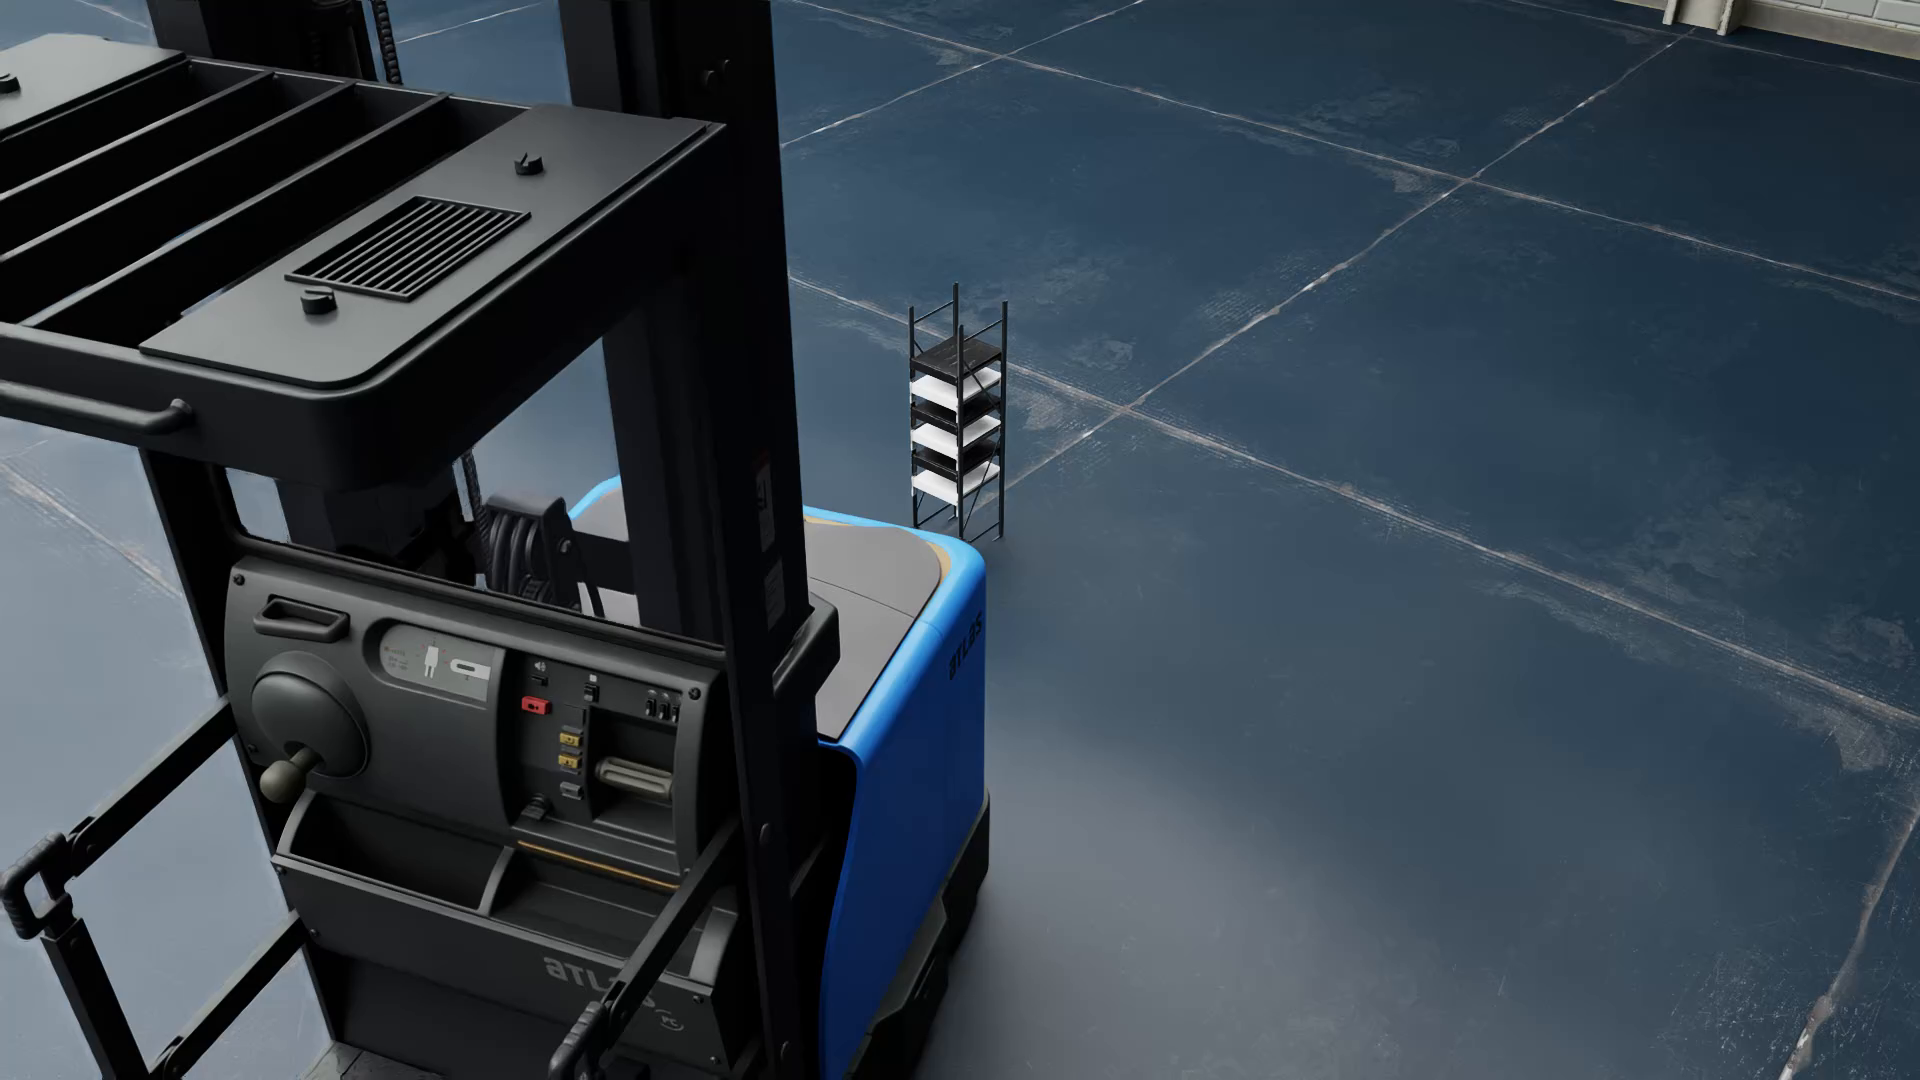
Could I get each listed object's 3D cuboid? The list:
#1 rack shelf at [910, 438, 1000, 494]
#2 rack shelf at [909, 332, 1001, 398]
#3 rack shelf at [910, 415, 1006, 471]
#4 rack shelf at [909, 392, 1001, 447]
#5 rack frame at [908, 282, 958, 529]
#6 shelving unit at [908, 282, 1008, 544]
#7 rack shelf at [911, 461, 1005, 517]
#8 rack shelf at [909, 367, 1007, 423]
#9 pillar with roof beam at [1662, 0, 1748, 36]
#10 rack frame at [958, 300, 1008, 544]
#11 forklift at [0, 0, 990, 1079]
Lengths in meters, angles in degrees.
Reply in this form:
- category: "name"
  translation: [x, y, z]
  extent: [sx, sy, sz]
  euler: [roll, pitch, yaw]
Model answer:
- category: "rack shelf"
  translation: [-0.006, -0.272, 5.569]
  extent: [0.200, 0.077, 0.258]
  euler: [25, 42, 32]
- category: "rack shelf"
  translation: [-0.006, -0.569, 5.366]
  extent: [0.200, 0.077, 0.258]
  euler: [25, 42, 32]
- category: "rack shelf"
  translation: [-0.006, -0.346, 5.518]
  extent: [0.200, 0.077, 0.258]
  euler: [25, 42, 32]
- category: "rack shelf"
  translation: [-0.006, -0.421, 5.467]
  extent: [0.200, 0.077, 0.258]
  euler: [25, 42, 32]
- category: "rack frame"
  translation: [-0.084, -0.411, 5.553]
  extent: [0.006, 0.900, 0.240]
  euler: [25, 42, 32]
- category: "shelving unit"
  translation: [-0.006, -0.374, 5.500]
  extent: [0.210, 0.900, 0.258]
  euler: [25, 42, 32]
- category: "rack shelf"
  translation: [-0.006, -0.198, 5.620]
  extent: [0.200, 0.077, 0.258]
  euler: [25, 42, 32]
- category: "rack shelf"
  translation: [-0.006, -0.495, 5.417]
  extent: [0.200, 0.077, 0.258]
  euler: [25, 42, 32]
- category: "pillar with roof beam"
  translation: [1.931, -5.097, 5.222]
  extent: [0.400, 9.000, 9.100]
  euler: [25, 42, 32]
- category: "rack frame"
  translation: [0.072, -0.337, 5.446]
  extent: [0.006, 0.900, 0.240]
  euler: [25, 42, 32]
- category: "forklift"
  translation: [-0.912, 0.368, 2.624]
  extent: [1.130, 2.935, 3.031]
  euler: [12, 36, 17]
